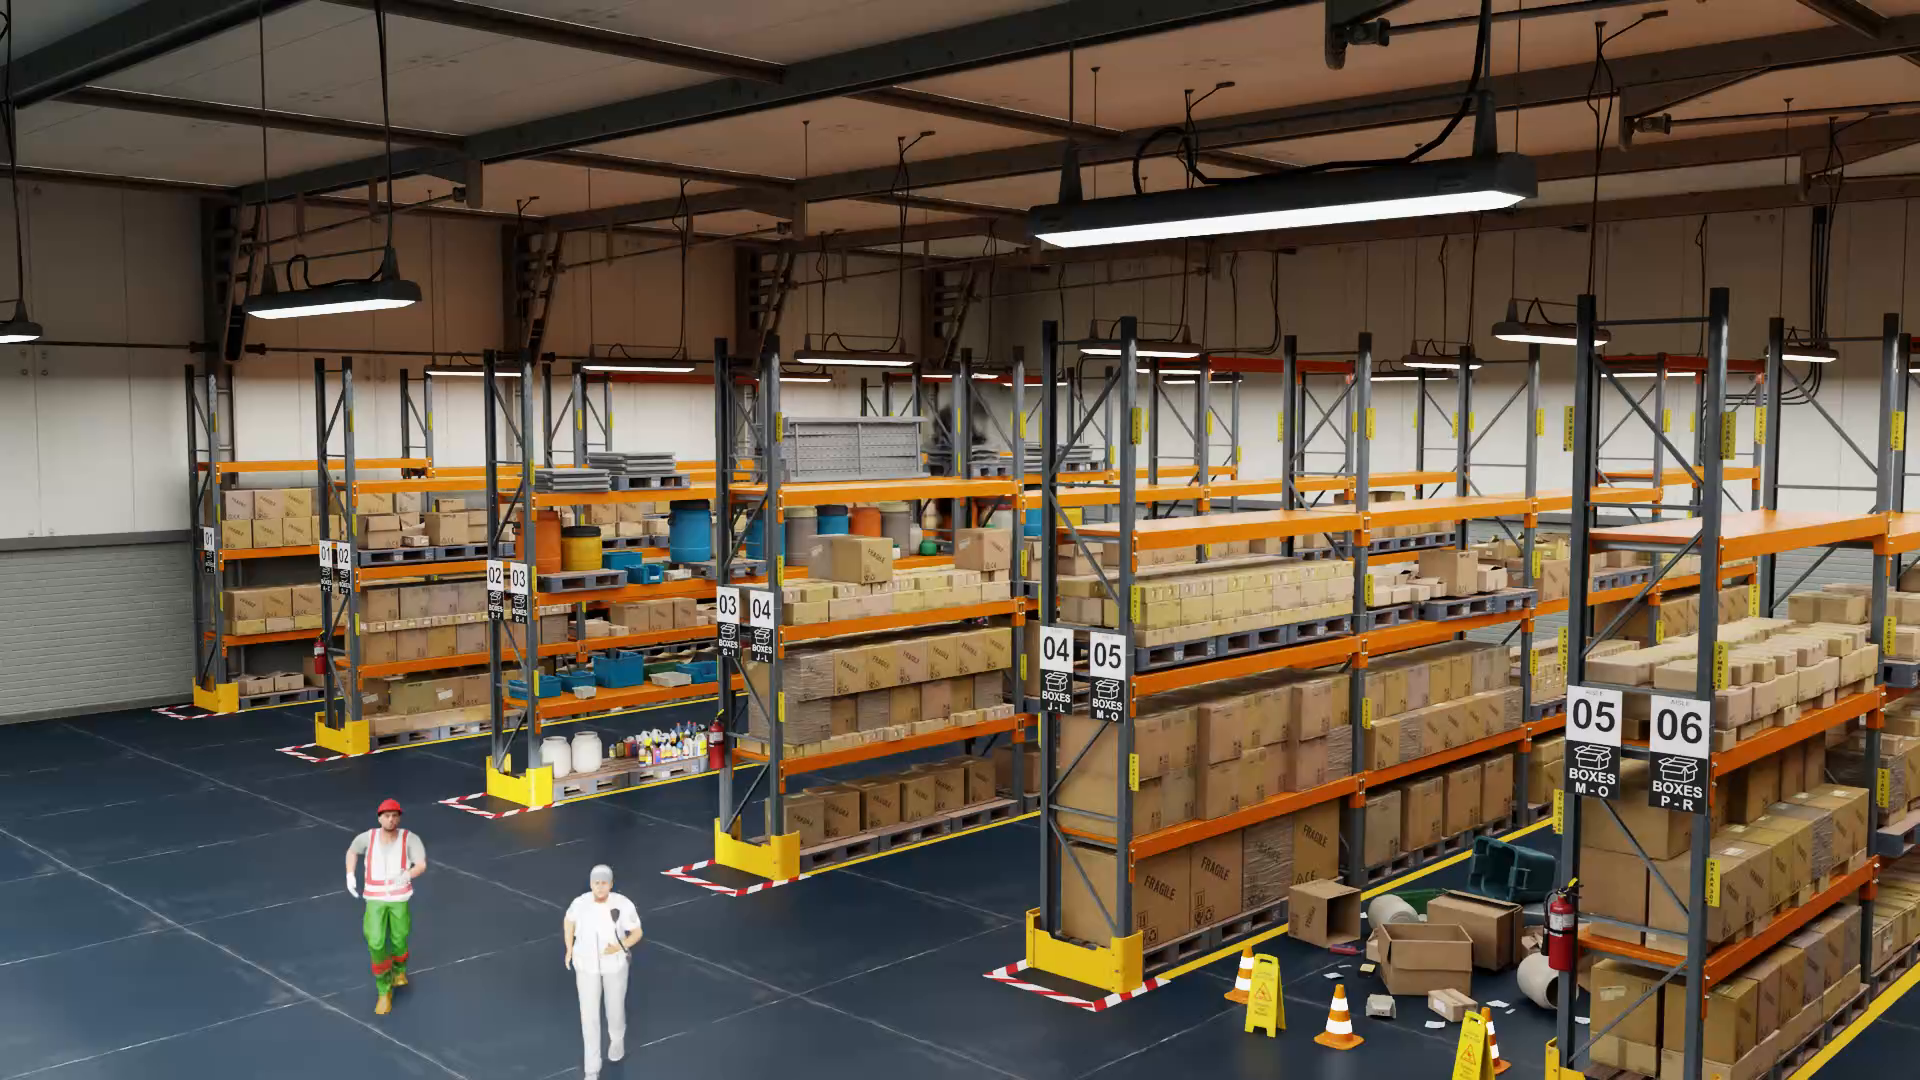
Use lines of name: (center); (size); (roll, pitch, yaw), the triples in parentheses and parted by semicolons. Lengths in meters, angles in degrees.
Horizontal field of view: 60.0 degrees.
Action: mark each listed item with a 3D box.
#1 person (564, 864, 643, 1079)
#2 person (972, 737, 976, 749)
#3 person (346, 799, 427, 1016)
person: (-2.771, 3.333, 12.909); (0.615, 1.674, 0.867); (-1, 4, -8)
person: (0.085, 2.262, 23.954); (0.533, 1.569, 0.494); (3, 5, 30)
person: (-5.024, 3.175, 14.589); (0.669, 1.821, 0.779); (-2, 5, -19)
